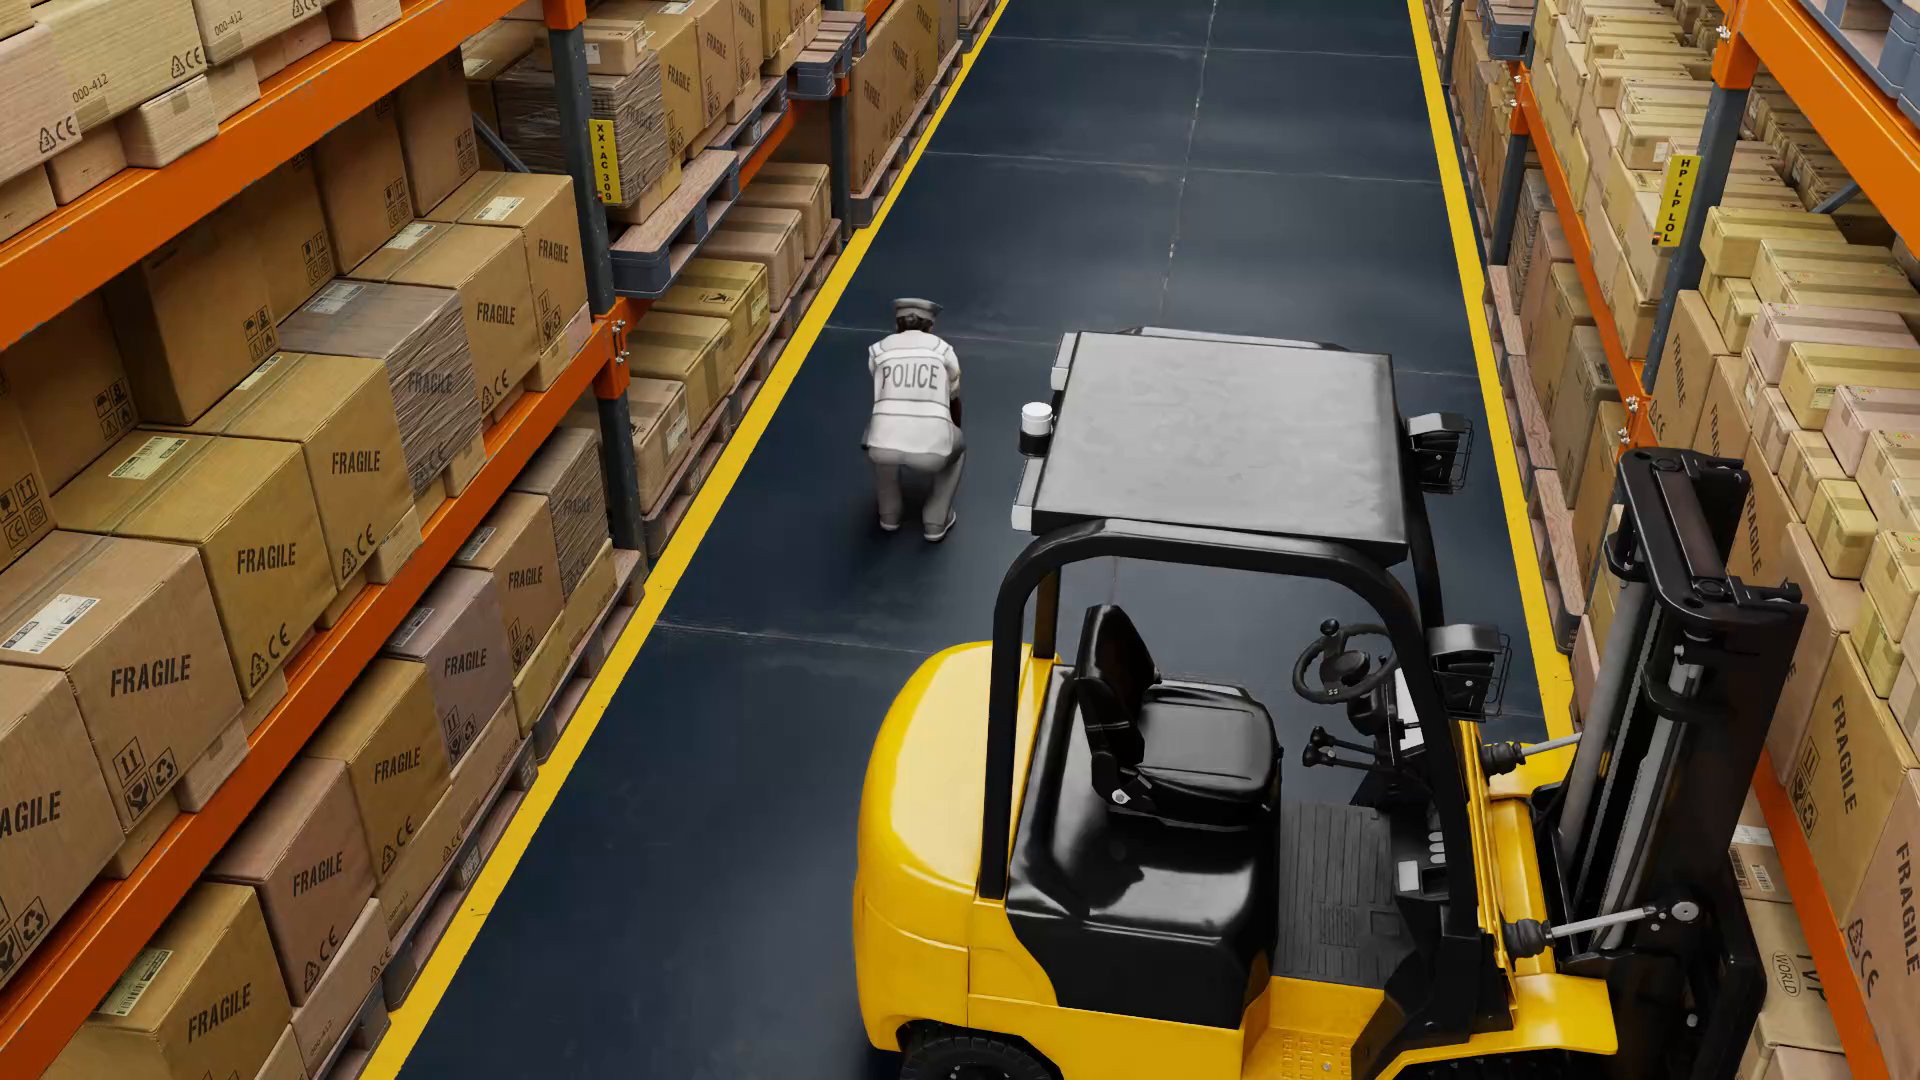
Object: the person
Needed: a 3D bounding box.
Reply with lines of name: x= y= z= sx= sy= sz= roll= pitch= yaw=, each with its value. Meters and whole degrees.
person: x=-0.204 y=-0.552 z=7.643 sx=0.459 sy=0.985 sz=0.859 roll=4 pitch=33 yaw=7
